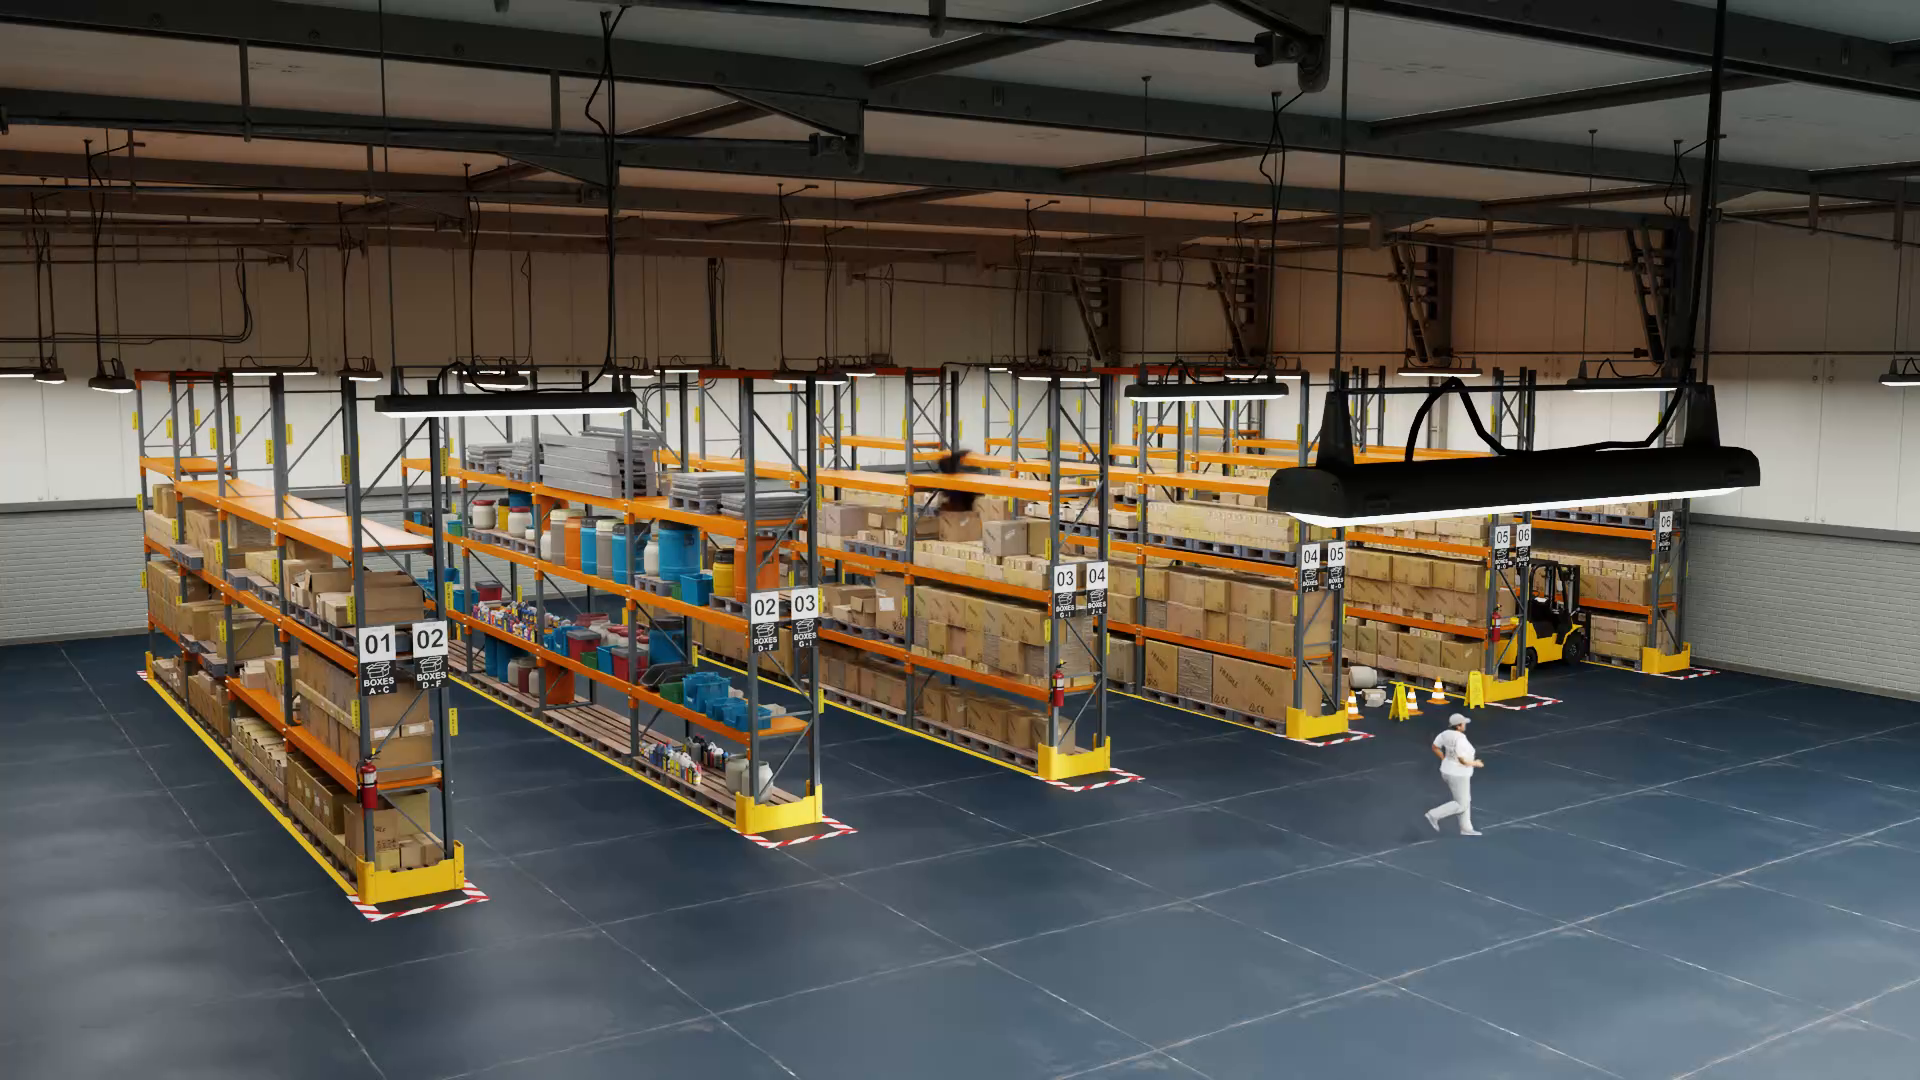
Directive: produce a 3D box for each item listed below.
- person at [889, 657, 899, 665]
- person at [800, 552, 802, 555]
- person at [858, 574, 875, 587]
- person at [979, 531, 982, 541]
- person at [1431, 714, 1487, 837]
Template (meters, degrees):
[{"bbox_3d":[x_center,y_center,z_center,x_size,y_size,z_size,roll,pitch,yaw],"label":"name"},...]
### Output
[{"bbox_3d":[-1.229,1.817,32.525,0.627,1.745,0.721,-5,8,-40],"label":"person"},{"bbox_3d":[-3.824,1.096,38.828,0.686,1.766,0.908,-3,7,-23],"label":"person"},{"bbox_3d":[-2.472,0.780,42.261,0.775,1.580,0.583,5,8,39],"label":"person"},{"bbox_3d":[0.358,0.483,44.837,0.549,1.586,0.721,0,6,-2],"label":"person"},{"bbox_3d":[6.477,3.086,21.669,0.779,1.651,0.607,-1,7,-10],"label":"person"}]
